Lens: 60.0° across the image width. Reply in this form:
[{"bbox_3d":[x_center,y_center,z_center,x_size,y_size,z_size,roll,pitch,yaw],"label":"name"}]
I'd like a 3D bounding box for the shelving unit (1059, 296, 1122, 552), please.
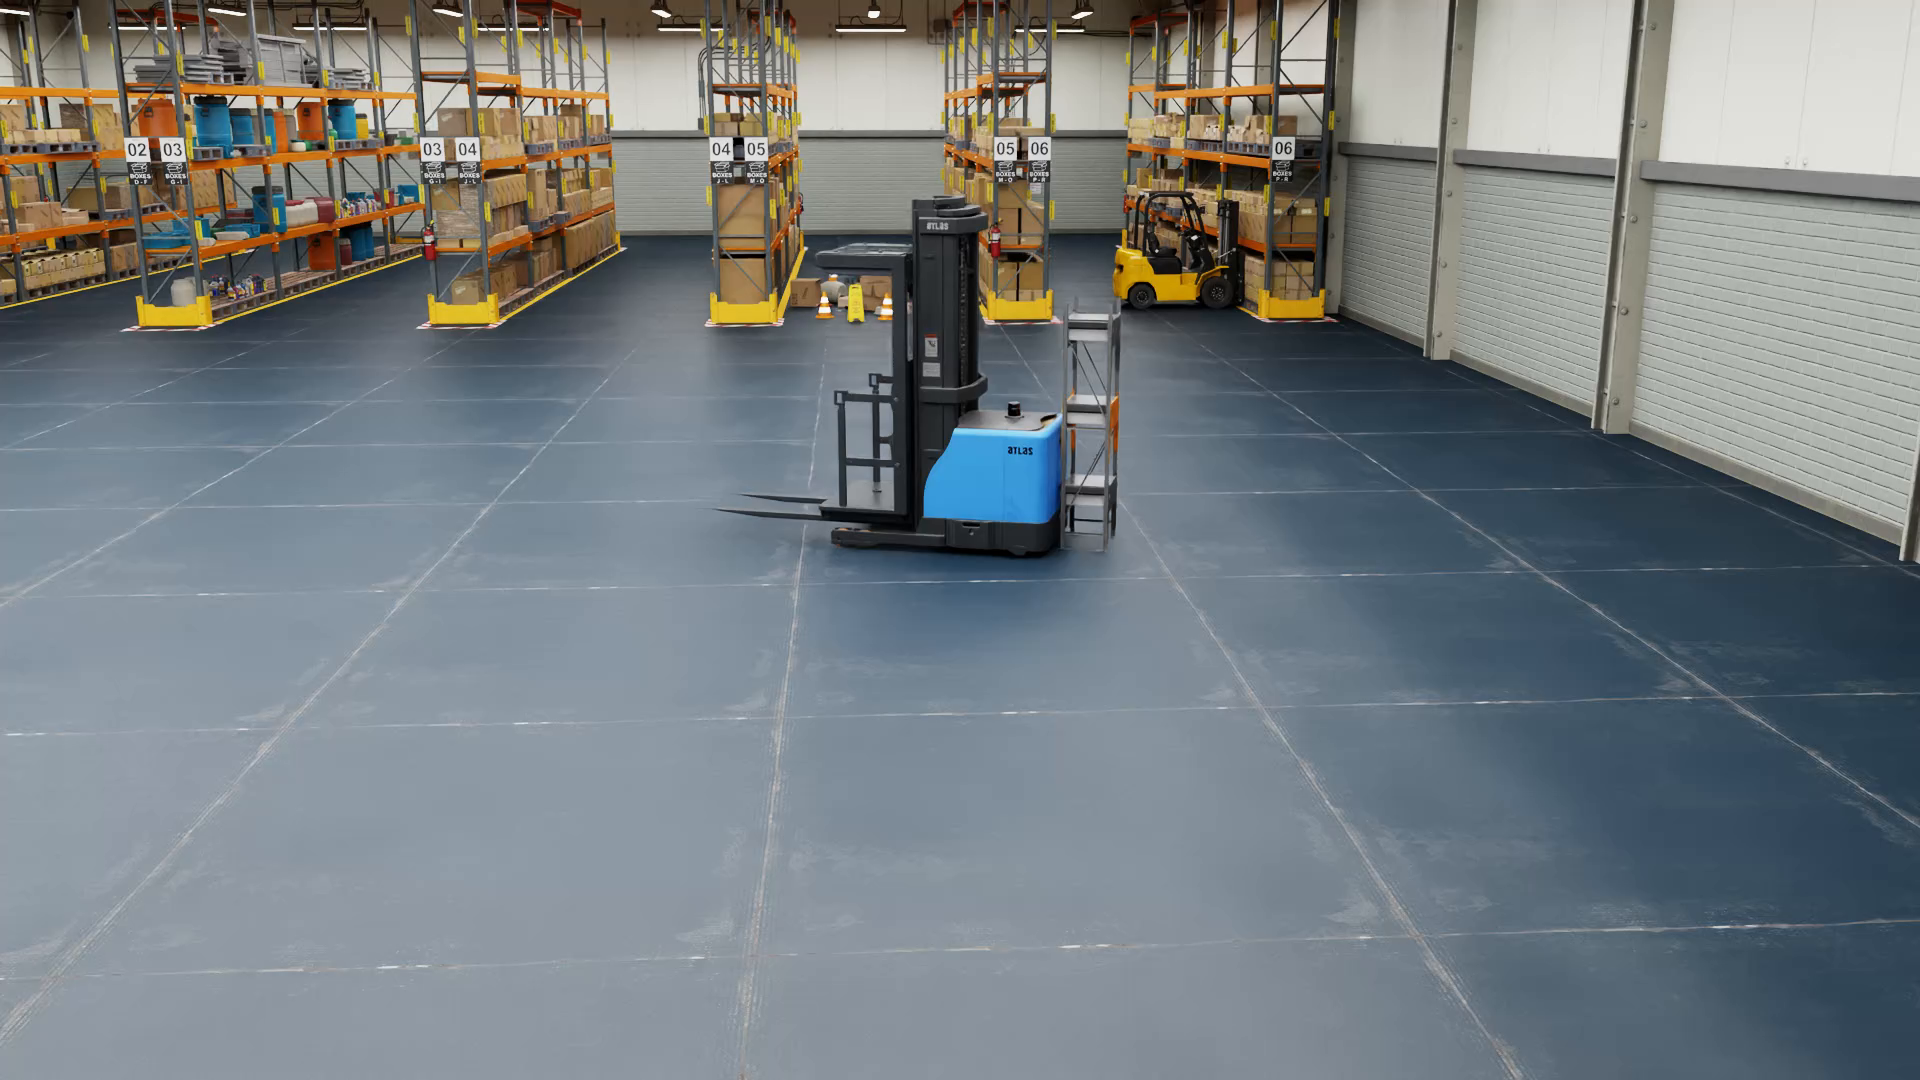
[{"bbox_3d":[1.110,-0.985,14.142,0.431,2.100,0.503,3,15,13],"label":"shelving unit"}]

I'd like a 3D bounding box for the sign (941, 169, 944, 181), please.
[{"bbox_3d":[-0.457,-9.888,45.041,0.100,0.325,0.005,-1,14,-3],"label":"sign"}]

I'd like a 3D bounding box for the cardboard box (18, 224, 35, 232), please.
[{"bbox_3d":[-18.788,-6.250,33.301,0.380,0.149,0.250,-1,14,-3],"label":"cardboard box"}]

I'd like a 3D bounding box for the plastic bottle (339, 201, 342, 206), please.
[{"bbox_3d":[-14.818,-7.941,39.619,0.152,0.276,0.135,-1,14,-3],"label":"plastic bottle"}]

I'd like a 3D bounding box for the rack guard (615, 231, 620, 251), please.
[{"bbox_3d":[-9.795,-8.080,44.926,1.175,0.500,0.348,-1,14,-3],"label":"rack guard"}]

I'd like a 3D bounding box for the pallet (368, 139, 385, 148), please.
[{"bbox_3d":[-14.343,-9.381,39.326,1.213,0.211,1.003,-1,14,-3],"label":"pallet"}]

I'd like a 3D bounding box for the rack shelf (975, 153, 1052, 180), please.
[{"bbox_3d":[0.965,-7.060,31.369,1.077,0.370,4.000,-1,14,-3],"label":"rack shelf"}]

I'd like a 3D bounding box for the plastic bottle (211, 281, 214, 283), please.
[{"bbox_3d":[-14.299,-4.825,31.853,0.097,0.271,0.097,0,14,0],"label":"plastic bottle"}]

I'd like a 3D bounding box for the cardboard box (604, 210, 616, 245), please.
[{"bbox_3d":[-9.674,-8.301,44.190,0.875,0.875,0.875,-1,14,-3],"label":"cardboard box"}]

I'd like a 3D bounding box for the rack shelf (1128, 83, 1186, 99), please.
[{"bbox_3d":[5.175,-11.573,42.897,1.077,0.370,4.000,-1,14,-3],"label":"rack shelf"}]

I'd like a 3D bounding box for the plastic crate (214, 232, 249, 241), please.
[{"bbox_3d":[-13.640,-5.696,31.173,0.530,0.136,0.437,-1,14,-3],"label":"plastic crate"}]

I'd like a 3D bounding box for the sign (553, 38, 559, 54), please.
[{"bbox_3d":[-8.757,-10.702,36.027,0.100,0.325,0.005,-1,14,-3],"label":"sign"}]

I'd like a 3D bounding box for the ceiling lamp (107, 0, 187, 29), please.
[{"bbox_3d":[-22.270,-15.494,44.971,2.000,3.185,0.800,-1,14,-3],"label":"ceiling lamp"}]

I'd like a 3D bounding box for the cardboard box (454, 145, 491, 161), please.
[{"bbox_3d":[-8.574,-6.809,29.252,0.500,0.250,0.500,0,14,-2],"label":"cardboard box"}]

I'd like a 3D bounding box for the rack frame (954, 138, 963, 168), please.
[{"bbox_3d":[0.346,-8.443,41.320,1.000,3.000,0.127,-1,14,-3],"label":"rack frame"}]

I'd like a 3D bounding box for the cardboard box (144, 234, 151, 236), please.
[{"bbox_3d":[-19.751,-7.277,40.924,0.500,0.500,0.500,-1,14,-3],"label":"cardboard box"}]

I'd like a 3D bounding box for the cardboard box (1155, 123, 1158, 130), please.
[{"bbox_3d":[4.941,-10.037,40.360,0.380,0.149,0.250,-1,14,-4],"label":"cardboard box"}]

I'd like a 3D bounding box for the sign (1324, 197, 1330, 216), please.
[{"bbox_3d":[6.597,-6.000,29.932,0.100,0.325,0.005,-1,14,-3],"label":"sign"}]

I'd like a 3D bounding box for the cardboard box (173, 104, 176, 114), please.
[{"bbox_3d":[-19.391,-10.370,40.583,0.700,0.500,0.500,-1,14,-3],"label":"cardboard box"}]

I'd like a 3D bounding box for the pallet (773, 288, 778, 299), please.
[{"bbox_3d":[-4.124,-4.811,32.800,1.003,0.211,1.213,-1,14,-3],"label":"pallet"}]

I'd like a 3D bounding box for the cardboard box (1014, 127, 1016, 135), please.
[{"bbox_3d":[1.208,-7.646,31.107,0.380,0.149,0.250,-1,14,-2],"label":"cardboard box"}]

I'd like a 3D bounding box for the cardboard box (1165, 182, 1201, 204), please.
[{"bbox_3d":[5.262,-8.182,39.256,0.797,0.503,0.637,-1,14,-5],"label":"cardboard box"}]

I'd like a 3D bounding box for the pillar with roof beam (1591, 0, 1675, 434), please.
[{"bbox_3d":[3.346,-5.577,18.144,9.100,9.000,0.400,-1,14,-3],"label":"pillar with roof beam"}]

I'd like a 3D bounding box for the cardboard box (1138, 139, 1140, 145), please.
[{"bbox_3d":[4.837,-10.380,43.335,0.380,0.149,0.250,-1,14,-3],"label":"cardboard box"}]

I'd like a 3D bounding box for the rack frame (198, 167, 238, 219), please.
[{"bbox_3d":[-19.681,-9.132,44.001,1.000,3.000,0.127,-1,14,-3],"label":"rack frame"}]

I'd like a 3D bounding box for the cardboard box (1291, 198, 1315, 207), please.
[{"bbox_3d":[6.235,-6.129,30.229,0.380,0.149,0.250,-1,14,-5],"label":"cardboard box"}]

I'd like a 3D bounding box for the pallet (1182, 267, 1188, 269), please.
[{"bbox_3d":[5.559,-5.970,37.304,1.003,0.211,1.213,-1,14,-3],"label":"pallet"}]

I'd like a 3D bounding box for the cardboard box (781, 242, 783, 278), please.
[{"bbox_3d":[-4.277,-5.858,34.947,1.050,0.750,0.750,-1,14,-3],"label":"cardboard box"}]

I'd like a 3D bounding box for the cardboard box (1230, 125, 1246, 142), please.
[{"bbox_3d":[5.603,-7.981,32.642,0.500,0.311,0.500,-1,14,-2],"label":"cardboard box"}]

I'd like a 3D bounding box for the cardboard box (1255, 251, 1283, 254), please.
[{"bbox_3d":[6.083,-5.515,32.611,0.500,0.250,0.500,-1,14,-3],"label":"cardboard box"}]

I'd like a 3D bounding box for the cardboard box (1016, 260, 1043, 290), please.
[{"bbox_3d":[1.313,-4.904,30.736,0.500,0.500,0.500,-1,14,-5],"label":"cardboard box"}]

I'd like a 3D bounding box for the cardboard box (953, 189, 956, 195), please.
[{"bbox_3d":[0.091,-8.498,40.834,0.500,0.250,0.500,-1,14,-5],"label":"cardboard box"}]

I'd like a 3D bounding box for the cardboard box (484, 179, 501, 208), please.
[{"bbox_3d":[-8.588,-6.247,29.983,0.500,0.500,0.500,-1,14,-3],"label":"cardboard box"}]

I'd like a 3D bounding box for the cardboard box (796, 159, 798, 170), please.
[{"bbox_3d":[-4.487,-9.647,43.198,0.500,0.500,0.500,0,14,-1],"label":"cardboard box"}]

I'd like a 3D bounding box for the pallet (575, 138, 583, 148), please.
[{"bbox_3d":[-9.439,-9.422,39.492,0.805,0.209,1.217,-1,15,-6],"label":"pallet"}]

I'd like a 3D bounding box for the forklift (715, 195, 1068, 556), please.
[{"bbox_3d":[-0.621,-1.465,14.338,3.031,2.935,1.130,4,15,14],"label":"forklift"}]

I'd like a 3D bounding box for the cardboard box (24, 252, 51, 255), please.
[{"bbox_3d":[-19.376,-5.894,34.964,0.500,0.311,0.500,-1,14,-5],"label":"cardboard box"}]

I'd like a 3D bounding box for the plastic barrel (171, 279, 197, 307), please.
[{"bbox_3d":[-13.862,-4.390,29.718,0.421,0.512,0.421,0,14,0],"label":"plastic barrel"}]

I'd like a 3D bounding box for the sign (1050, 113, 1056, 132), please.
[{"bbox_3d":[1.631,-7.343,29.270,0.100,0.325,0.005,-1,14,-3],"label":"sign"}]

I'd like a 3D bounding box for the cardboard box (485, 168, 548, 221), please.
[{"bbox_3d":[-8.959,-6.994,33.641,1.000,1.000,1.000,-1,14,-3],"label":"cardboard box"}]

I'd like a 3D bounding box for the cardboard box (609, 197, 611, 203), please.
[{"bbox_3d":[-9.410,-8.952,43.803,0.380,0.149,0.250,-1,14,-3],"label":"cardboard box"}]

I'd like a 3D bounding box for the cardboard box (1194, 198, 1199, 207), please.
[{"bbox_3d":[5.375,-7.326,36.276,0.500,0.250,0.500,-1,14,-5],"label":"cardboard box"}]

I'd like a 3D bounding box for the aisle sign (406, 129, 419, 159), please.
[{"bbox_3d":[-14.449,-10.489,44.057,0.394,0.787,0.004,-1,14,-3],"label":"aisle sign"}]

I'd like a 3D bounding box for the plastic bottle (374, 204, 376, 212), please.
[{"bbox_3d":[-14.107,-7.995,39.980,0.097,0.201,0.097,0,14,0],"label":"plastic bottle"}]

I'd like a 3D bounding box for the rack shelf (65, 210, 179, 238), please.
[{"bbox_3d":[-19.309,-7.292,38.291,1.077,0.370,4.000,-1,14,-3],"label":"rack shelf"}]

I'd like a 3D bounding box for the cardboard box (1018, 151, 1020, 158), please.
[{"bbox_3d":[1.265,-7.068,30.462,0.380,0.149,0.250,-1,14,-4],"label":"cardboard box"}]

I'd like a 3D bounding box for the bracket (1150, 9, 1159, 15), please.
[{"bbox_3d":[5.456,-14.739,46.529,0.235,0.232,0.430,-1,14,-3],"label":"bracket"}]

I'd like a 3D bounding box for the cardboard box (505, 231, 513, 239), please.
[{"bbox_3d":[-8.665,-5.756,31.382,0.380,0.149,0.250,-1,14,-3],"label":"cardboard box"}]

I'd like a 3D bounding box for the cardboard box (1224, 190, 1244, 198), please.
[{"bbox_3d":[5.519,-6.953,33.432,0.380,0.149,0.250,-1,14,-2],"label":"cardboard box"}]

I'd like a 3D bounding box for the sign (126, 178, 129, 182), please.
[{"bbox_3d":[-19.974,-8.547,39.986,0.100,0.325,0.005,-1,14,-3],"label":"sign"}]
